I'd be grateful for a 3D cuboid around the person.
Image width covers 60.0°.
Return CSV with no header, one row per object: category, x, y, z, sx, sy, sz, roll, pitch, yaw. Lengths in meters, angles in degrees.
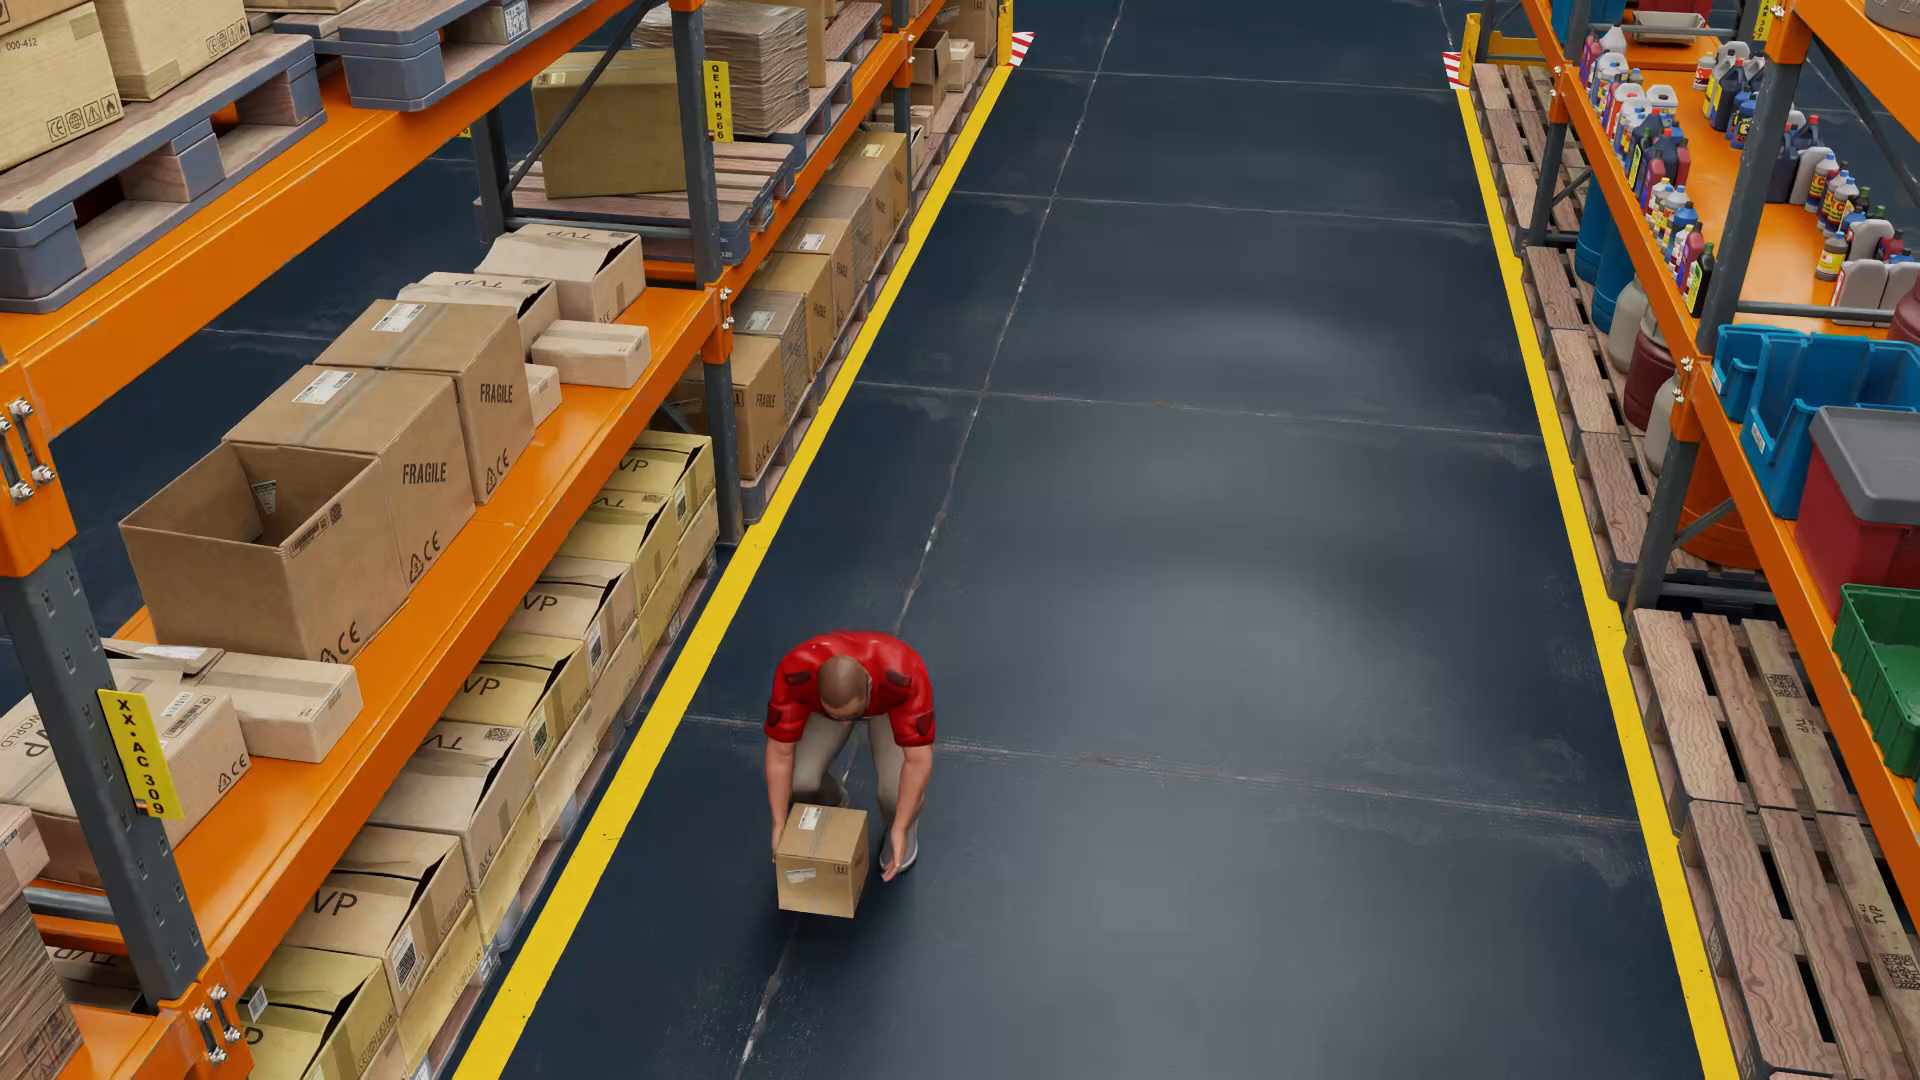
person,-0.334,0.671,5.675,0.569,1.106,0.831,6,33,9
